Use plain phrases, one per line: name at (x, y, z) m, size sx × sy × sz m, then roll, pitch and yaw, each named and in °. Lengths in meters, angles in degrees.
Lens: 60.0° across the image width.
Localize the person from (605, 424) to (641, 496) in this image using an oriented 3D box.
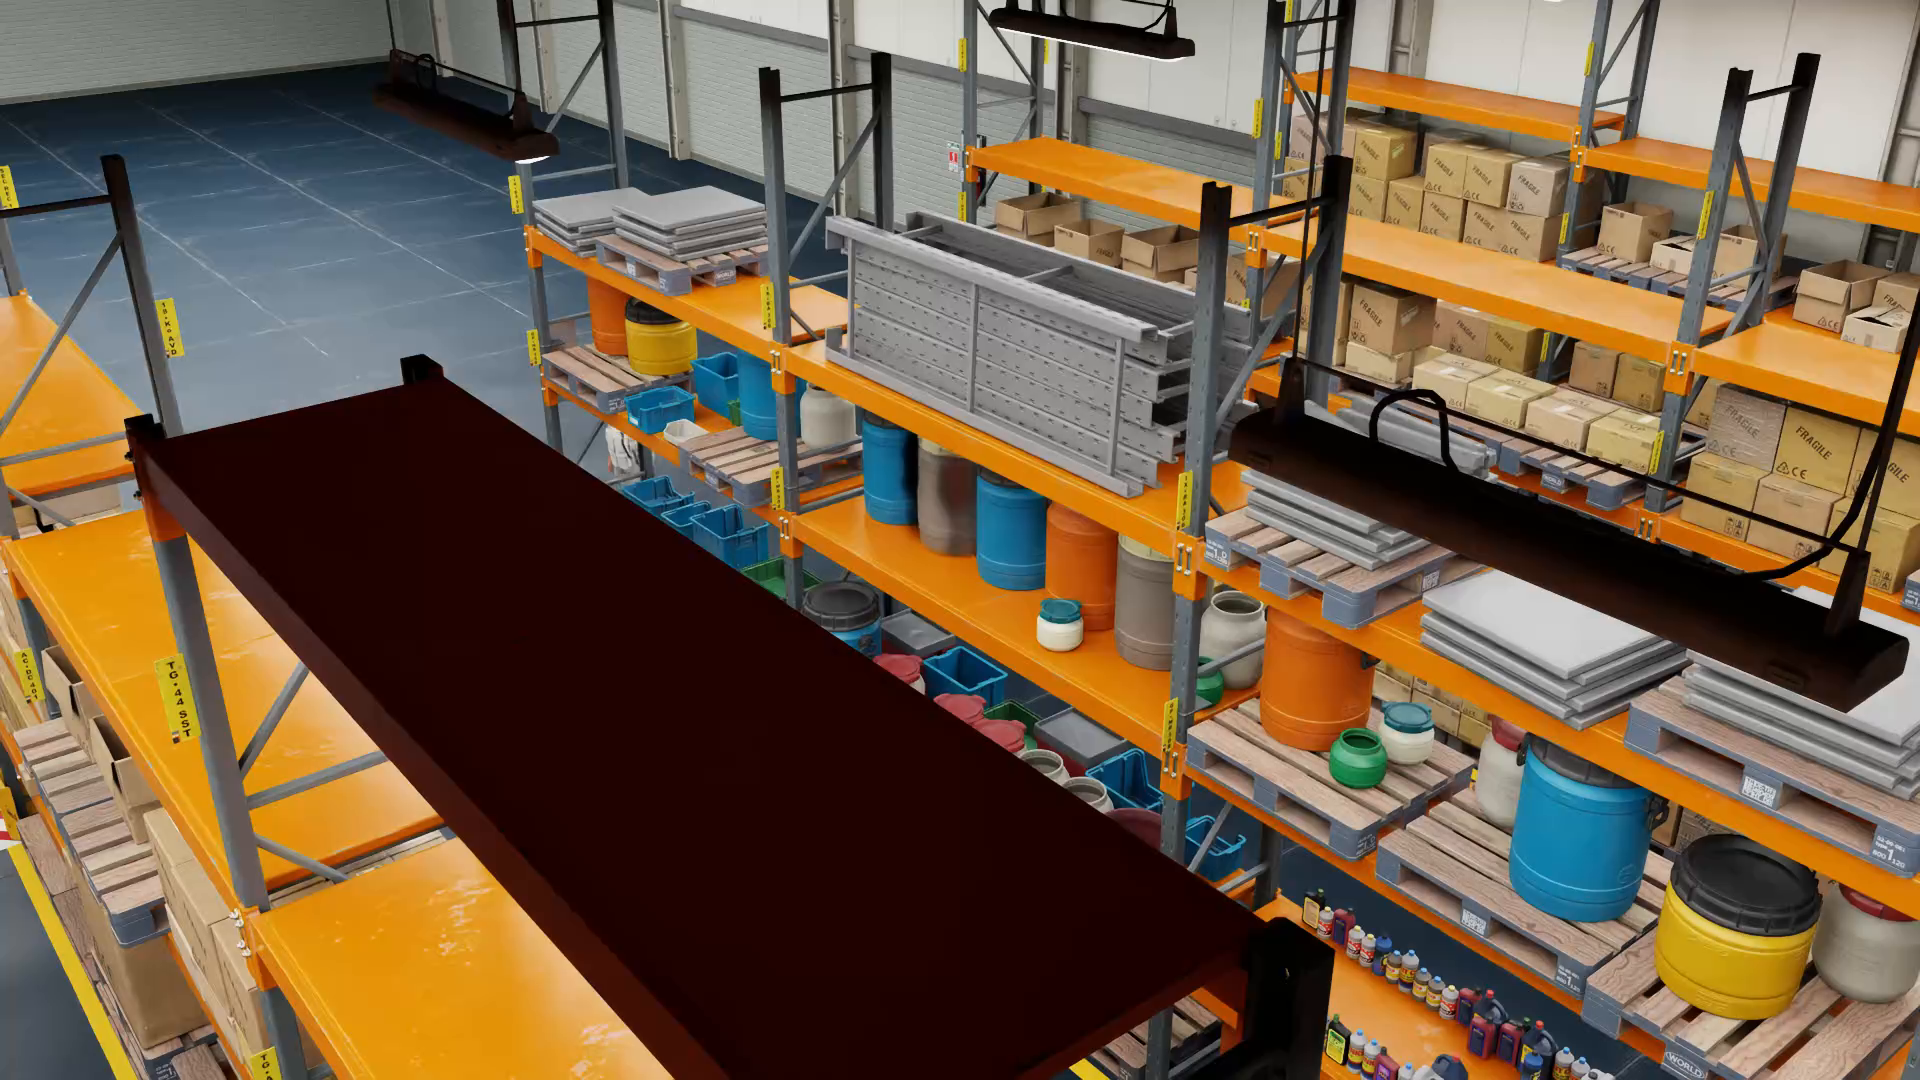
person at (-3.606, -0.786, 18.089) m, size 0.565 × 1.746 × 0.417 m, roll 20°, pitch 32°, yaw 35°
